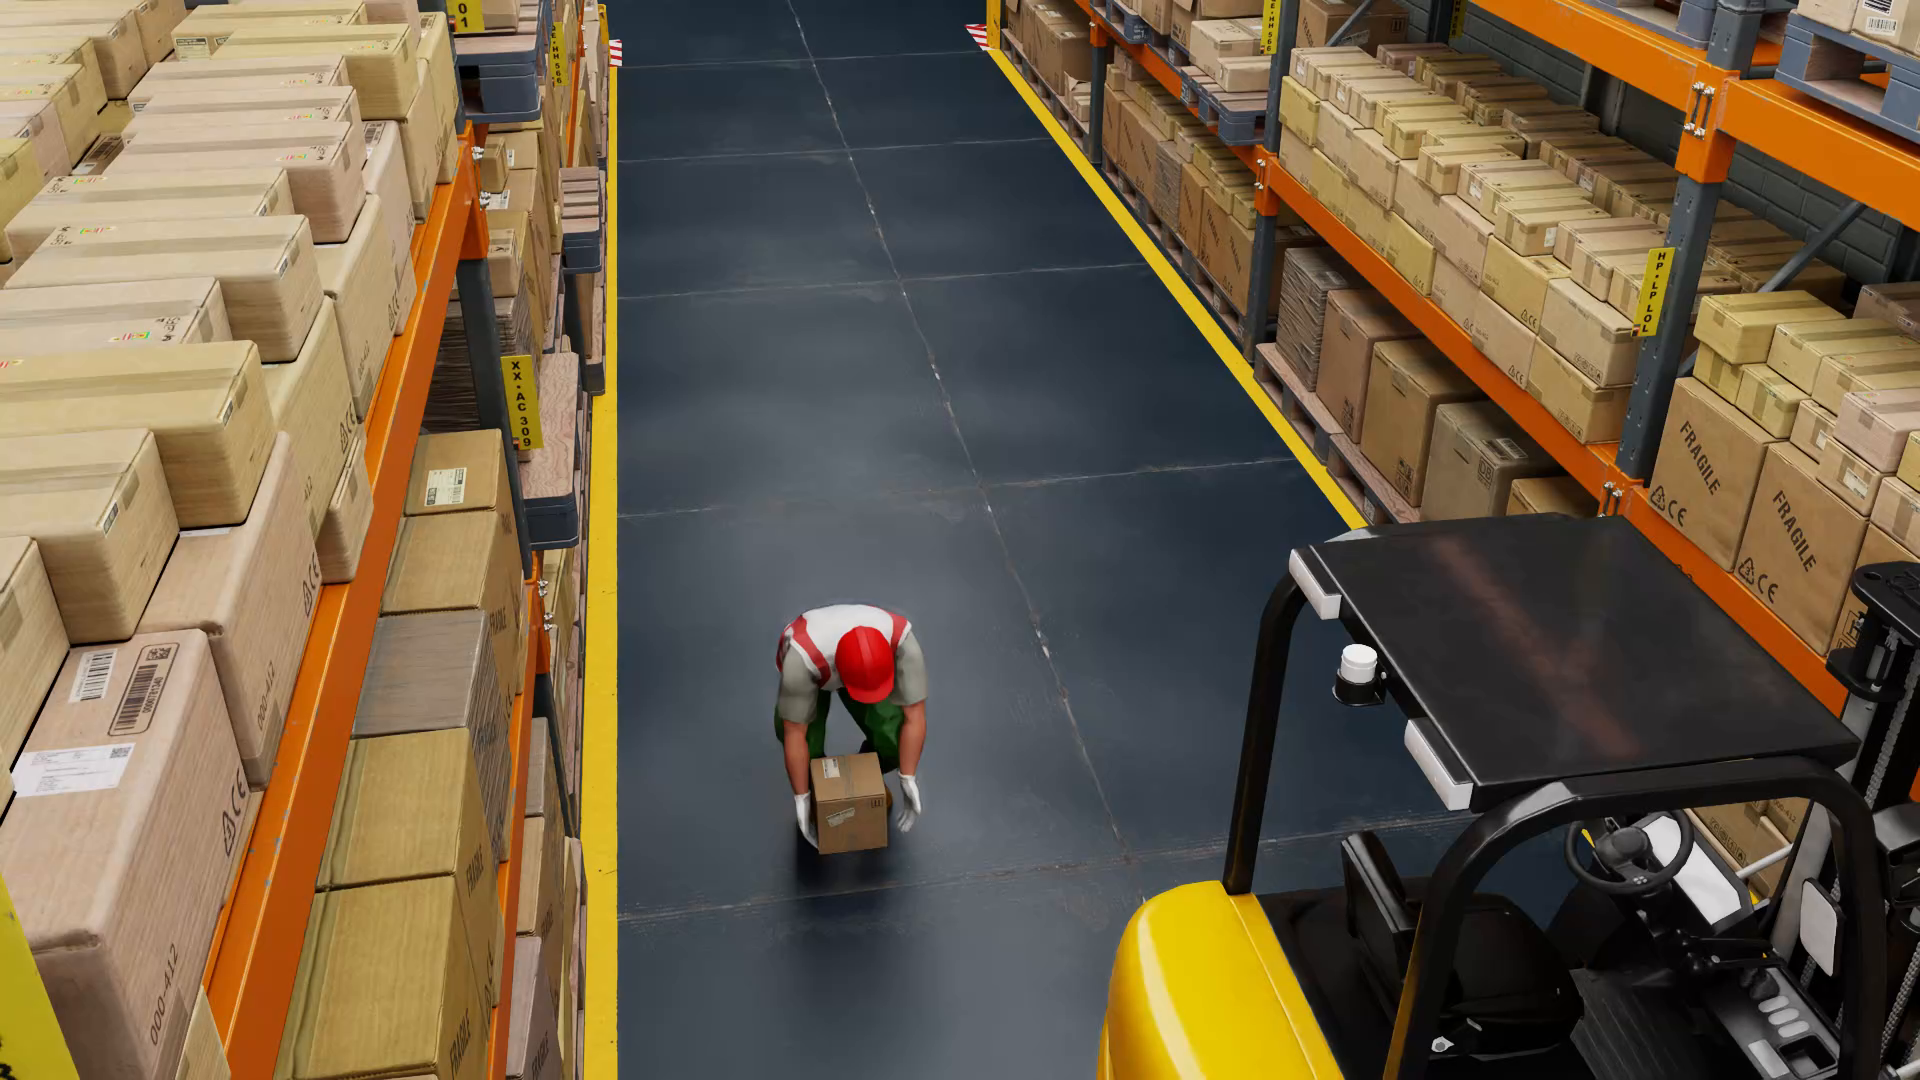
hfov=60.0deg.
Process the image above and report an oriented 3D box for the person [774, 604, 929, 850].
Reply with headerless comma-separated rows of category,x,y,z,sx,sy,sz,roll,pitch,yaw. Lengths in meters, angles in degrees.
person,-0.421,0.616,6.286,0.570,1.056,0.859,-5,31,-9
